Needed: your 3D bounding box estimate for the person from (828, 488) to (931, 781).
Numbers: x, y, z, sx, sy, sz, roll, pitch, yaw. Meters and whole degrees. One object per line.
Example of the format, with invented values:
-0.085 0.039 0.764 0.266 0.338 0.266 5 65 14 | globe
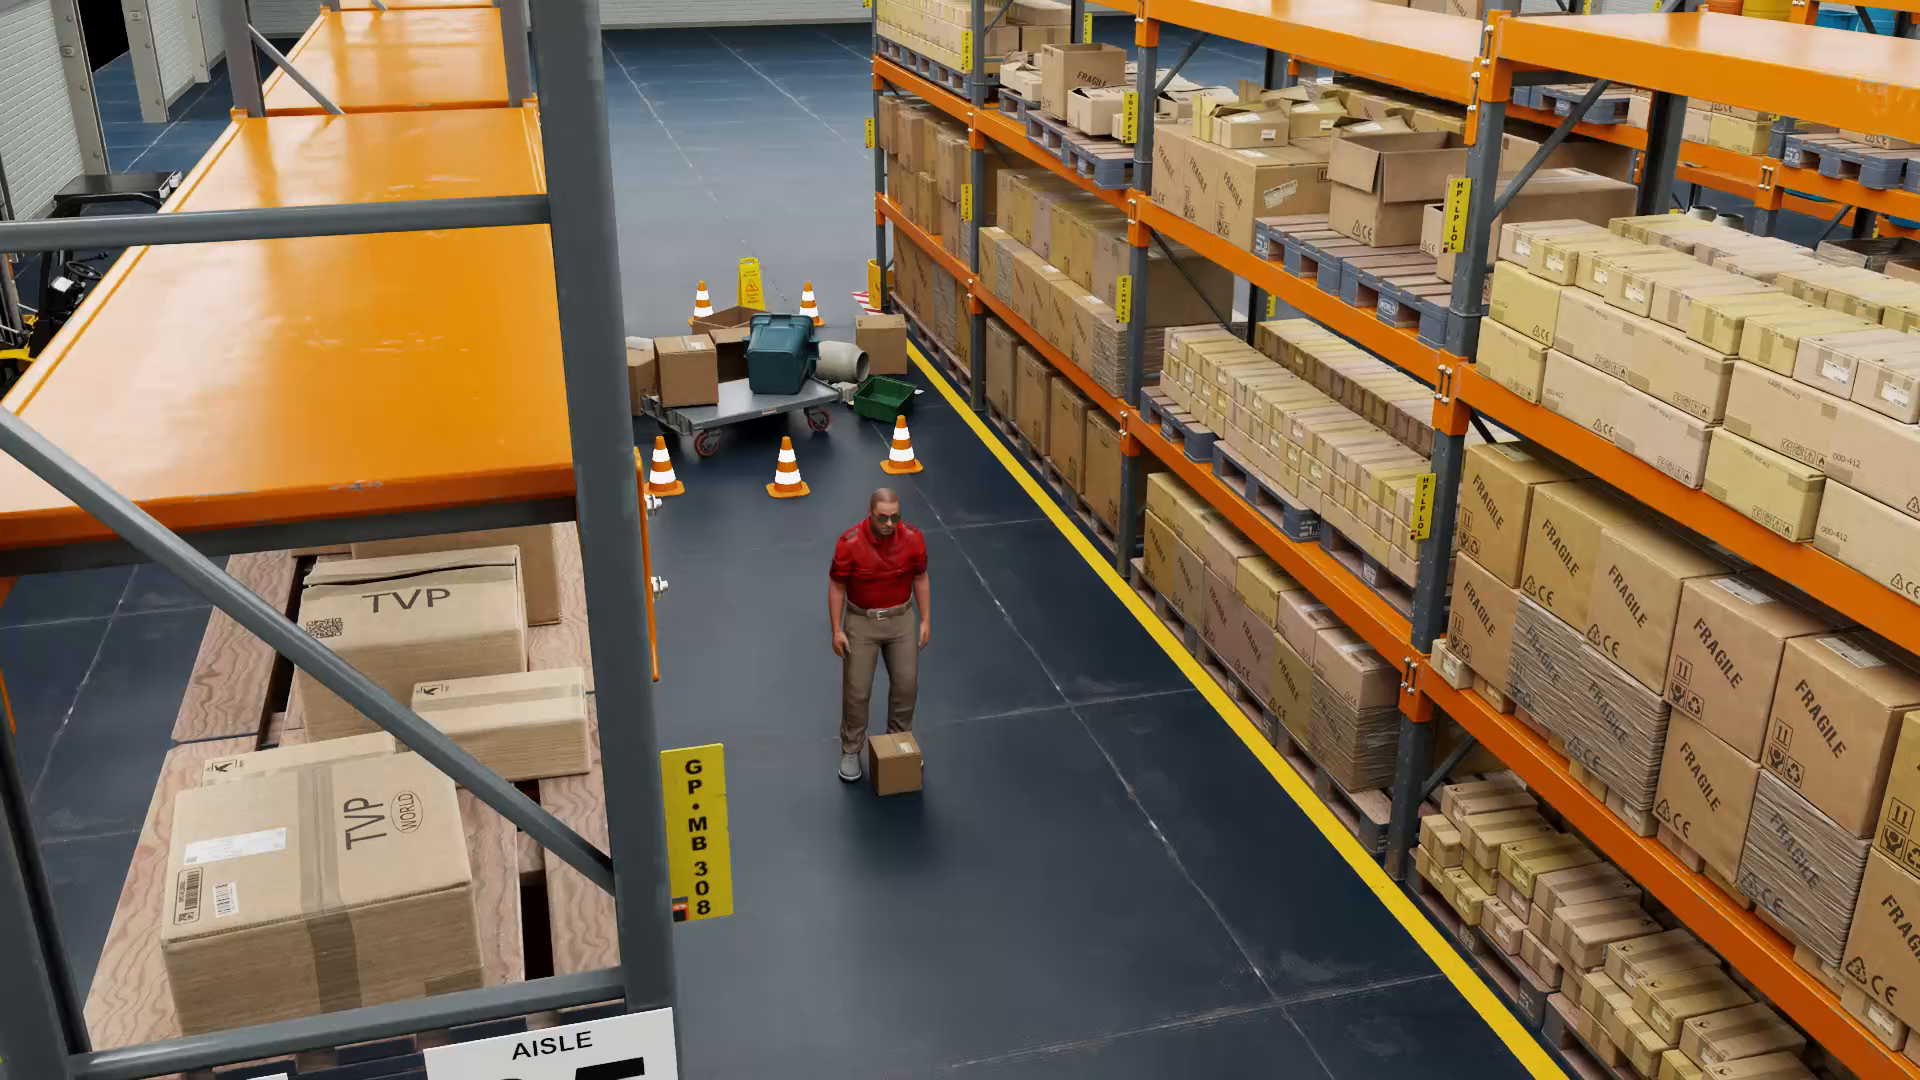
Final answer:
-0.446 0.499 9.423 0.587 1.726 0.389 -6 24 -15 | person
